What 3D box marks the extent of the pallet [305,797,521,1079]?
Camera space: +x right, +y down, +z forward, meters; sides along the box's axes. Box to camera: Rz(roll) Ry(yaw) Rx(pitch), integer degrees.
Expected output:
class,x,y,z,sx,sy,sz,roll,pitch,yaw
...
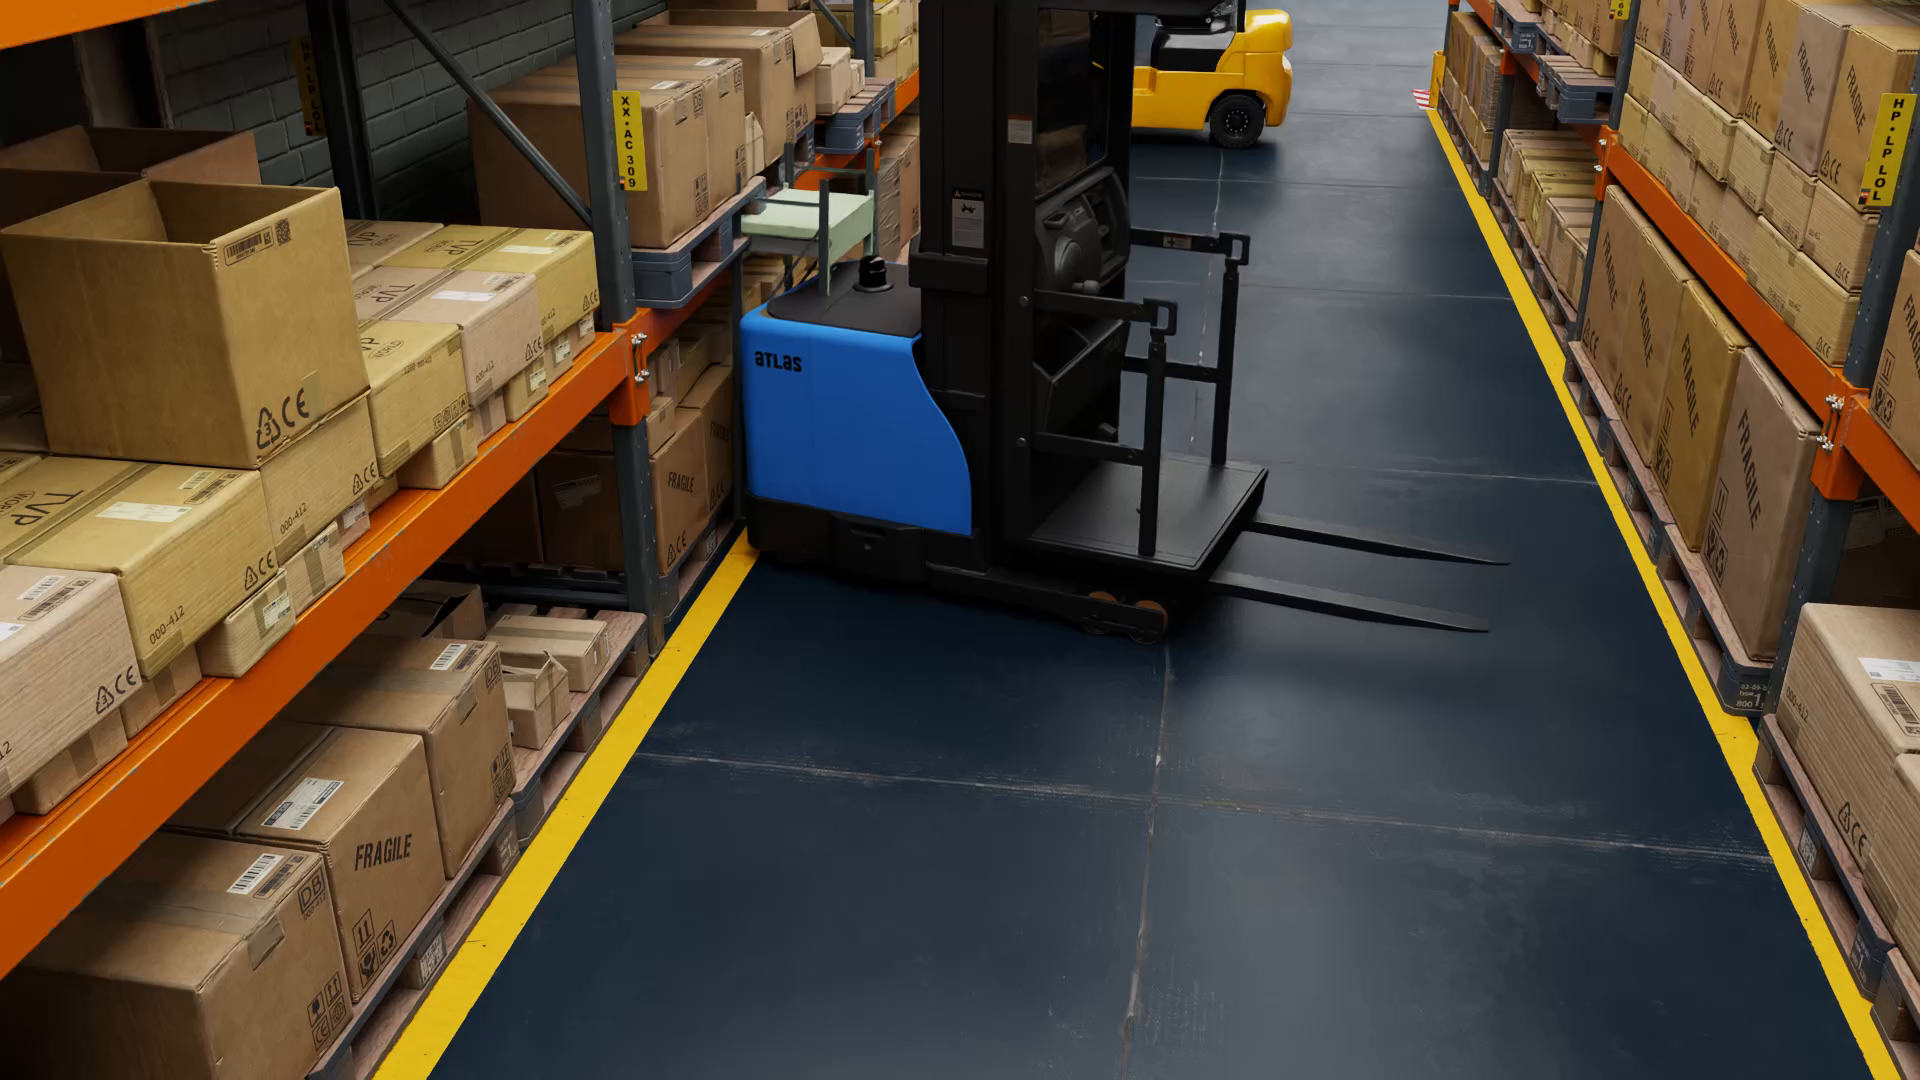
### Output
class,x,y,z,sx,sy,sz,roll,pitch,yaw
pallet,-1.945,1.097,4.657,1.003,0.211,1.213,4,25,9

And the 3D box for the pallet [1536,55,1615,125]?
class,x,y,z,sx,sy,sz,roll,pitch,yaw
pallet,3.928,-2.514,9.308,1.213,0.211,1.003,4,25,9

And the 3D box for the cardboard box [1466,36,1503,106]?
class,x,y,z,sx,sy,sz,roll,pitch,yaw
cardboard box,4.566,-3.945,14.003,0.500,0.500,0.500,5,26,11

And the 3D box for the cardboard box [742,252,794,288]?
class,x,y,z,sx,sy,sz,roll,pitch,yaw
cardboard box,-1.040,-1.330,8.242,0.380,0.149,0.250,4,25,8

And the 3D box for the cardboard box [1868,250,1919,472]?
class,x,y,z,sx,sy,sz,roll,pitch,yaw
cardboard box,2.928,-0.489,4.639,0.500,0.500,0.500,5,26,10

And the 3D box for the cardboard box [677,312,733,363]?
class,x,y,z,sx,sy,sz,roll,pitch,yaw
cardboard box,-1.205,-0.895,7.312,0.380,0.149,0.250,4,25,8

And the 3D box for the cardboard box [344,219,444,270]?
class,x,y,z,sx,sy,sz,roll,pitch,yaw
cardboard box,-1.982,-0.843,5.339,0.500,0.250,0.500,4,25,8

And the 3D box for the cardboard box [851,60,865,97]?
class,x,y,z,sx,sy,sz,roll,pitch,yaw
cardboard box,-0.710,-2.413,8.667,0.380,0.149,0.250,4,25,9

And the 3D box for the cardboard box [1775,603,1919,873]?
class,x,y,z,sx,sy,sz,roll,pitch,yaw
cardboard box,3.054,0.603,4.950,0.875,0.438,0.875,4,25,8

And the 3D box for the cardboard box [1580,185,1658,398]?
class,x,y,z,sx,sy,sz,roll,pitch,yaw
cardboard box,3.722,-1.240,8.372,0.875,0.875,0.875,4,25,8

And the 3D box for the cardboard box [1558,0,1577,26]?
class,x,y,z,sx,sy,sz,roll,pitch,yaw
cardboard box,3.872,-3.303,9.804,0.500,0.500,0.500,2,25,5

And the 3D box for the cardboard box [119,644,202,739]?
class,x,y,z,sx,sy,sz,roll,pitch,yaw
cardboard box,-1.820,0.269,3.434,0.380,0.149,0.250,4,25,9

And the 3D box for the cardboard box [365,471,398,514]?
class,x,y,z,sx,sy,sz,roll,pitch,yaw
cardboard box,-1.713,-0.162,4.355,0.380,0.149,0.250,4,25,9

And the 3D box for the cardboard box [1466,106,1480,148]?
class,x,y,z,sx,sy,sz,roll,pitch,yaw
cardboard box,4.479,-3.402,13.728,0.500,0.250,0.500,3,25,7

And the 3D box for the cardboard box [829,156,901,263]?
class,x,y,z,sx,sy,sz,roll,pitch,yaw
cardboard box,-0.865,-2.012,10.316,0.875,0.625,0.625,5,26,10

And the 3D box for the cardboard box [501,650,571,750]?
class,x,y,z,sx,sy,sz,roll,pitch,yaw
cardboard box,-1.494,0.486,5.403,0.396,0.266,0.258,5,26,10

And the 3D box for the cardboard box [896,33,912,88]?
class,x,y,z,sx,sy,sz,roll,pitch,yaw
cardboard box,-0.580,-2.948,10.187,0.500,0.250,0.500,3,25,7

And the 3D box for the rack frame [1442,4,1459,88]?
class,x,y,z,sx,sy,sz,roll,pitch,yaw
rack frame,5.224,-5.641,15.763,1.000,3.000,0.127,4,25,9

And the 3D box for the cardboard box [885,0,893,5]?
class,x,y,z,sx,sy,sz,roll,pitch,yaw
cardboard box,-0.596,-3.201,9.668,0.380,0.149,0.250,5,25,10

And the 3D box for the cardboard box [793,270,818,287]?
class,x,y,z,sx,sy,sz,roll,pitch,yaw
cardboard box,-1.013,-1.076,8.464,0.500,0.500,0.500,5,26,11

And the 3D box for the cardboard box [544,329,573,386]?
class,x,y,z,sx,sy,sz,roll,pitch,yaw
cardboard box,-1.459,-0.590,5.268,0.380,0.149,0.250,5,25,10

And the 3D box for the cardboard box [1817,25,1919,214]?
class,x,y,z,sx,sy,sz,roll,pitch,yaw
cardboard box,3.088,-1.325,5.244,0.500,0.500,0.500,5,26,10

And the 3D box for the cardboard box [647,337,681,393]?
class,x,y,z,sx,sy,sz,roll,pitch,yaw
cardboard box,-1.318,-0.695,6.533,0.380,0.149,0.250,3,25,6

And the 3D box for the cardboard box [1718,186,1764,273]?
class,x,y,z,sx,sy,sz,roll,pitch,yaw
cardboard box,3.273,-1.182,6.414,0.500,0.250,0.500,3,25,7

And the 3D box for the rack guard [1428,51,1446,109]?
class,x,y,z,sx,sy,sz,roll,pitch,yaw
rack guard,5.212,-4.477,16.225,1.175,0.500,0.348,4,25,9

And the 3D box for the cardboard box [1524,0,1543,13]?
class,x,y,z,sx,sy,sz,roll,pitch,yaw
cardboard box,4.119,-3.731,11.485,0.380,0.149,0.250,5,25,10

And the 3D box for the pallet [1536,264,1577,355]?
class,x,y,z,sx,sy,sz,roll,pitch,yaw
pallet,4.046,-1.359,9.904,1.003,0.211,1.213,4,25,9

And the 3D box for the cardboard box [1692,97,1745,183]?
class,x,y,z,sx,sy,sz,roll,pitch,yaw
cardboard box,3.315,-1.624,6.768,0.500,0.250,0.500,4,25,9

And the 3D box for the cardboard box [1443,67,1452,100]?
class,x,y,z,sx,sy,sz,roll,pitch,yaw
cardboard box,4.819,-4.268,15.577,0.500,0.250,0.500,4,25,8

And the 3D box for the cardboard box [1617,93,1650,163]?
class,x,y,z,sx,sy,sz,roll,pitch,yaw
cardboard box,3.588,-2.040,8.247,0.500,0.250,0.500,4,25,8

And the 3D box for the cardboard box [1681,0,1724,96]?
class,x,y,z,sx,sy,sz,roll,pitch,yaw
cardboard box,3.423,-2.181,7.073,0.500,0.500,0.500,5,25,10

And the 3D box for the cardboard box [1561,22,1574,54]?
class,x,y,z,sx,sy,sz,roll,pitch,yaw
cardboard box,3.788,-2.971,9.861,0.380,0.149,0.250,4,25,9

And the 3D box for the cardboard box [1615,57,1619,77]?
class,x,y,z,sx,sy,sz,roll,pitch,yaw
cardboard box,3.738,-2.525,8.907,0.380,0.149,0.250,5,26,10

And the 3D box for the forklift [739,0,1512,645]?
class,x,y,z,sx,sy,sz,roll,pitch,yaw
forklift,0.661,-1.183,6.319,3.031,2.935,1.130,11,27,21

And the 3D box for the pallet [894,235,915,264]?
class,x,y,z,sx,sy,sz,roll,pitch,yaw
pallet,-0.808,-1.716,10.667,1.003,0.211,1.213,4,25,9

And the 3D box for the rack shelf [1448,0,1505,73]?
class,x,y,z,sx,sy,sz,roll,pitch,yaw
rack shelf,4.897,-4.479,14.129,1.077,0.370,4.000,4,25,9

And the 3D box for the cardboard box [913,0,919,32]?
class,x,y,z,sx,sy,sz,roll,pitch,yaw
cardboard box,-0.481,-3.392,10.545,0.500,0.250,0.500,3,25,7

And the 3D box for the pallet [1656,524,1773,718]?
class,x,y,z,sx,sy,sz,roll,pitch,yaw
pallet,3.315,0.313,6.333,1.003,0.211,1.213,4,25,9

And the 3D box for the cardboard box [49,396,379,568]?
class,x,y,z,sx,sy,sz,roll,pitch,yaw
cardboard box,-1.724,-0.168,3.897,0.500,0.250,0.500,3,25,7

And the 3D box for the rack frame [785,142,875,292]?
class,x,y,z,sx,sy,sz,roll,pitch,yaw
rack frame,-0.602,-1.036,7.567,0.400,1.500,0.023,7,24,10

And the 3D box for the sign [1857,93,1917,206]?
class,x,y,z,sx,sy,sz,roll,pitch,yaw
sign,2.726,-1.144,4.884,0.100,0.325,0.005,4,25,9

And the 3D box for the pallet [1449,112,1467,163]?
class,x,y,z,sx,sy,sz,roll,pitch,yaw
pallet,4.842,-3.500,14.479,1.003,0.211,1.213,4,25,9

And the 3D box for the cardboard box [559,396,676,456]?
class,x,y,z,sx,sy,sz,roll,pitch,yaw
cardboard box,-1.313,-0.448,6.357,0.380,0.149,0.250,5,26,11

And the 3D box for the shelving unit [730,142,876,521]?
class,x,y,z,sx,sy,sz,roll,pitch,yaw
shelving unit,-0.676,-0.898,7.237,0.431,1.500,0.755,7,24,10

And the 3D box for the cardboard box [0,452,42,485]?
class,x,y,z,sx,sy,sz,roll,pitch,yaw
cardboard box,-2.304,0.008,3.520,0.500,0.250,0.500,5,26,10

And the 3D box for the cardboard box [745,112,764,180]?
class,x,y,z,sx,sy,sz,roll,pitch,yaw
cardboard box,-1.029,-1.648,6.896,0.396,0.266,0.258,5,26,11

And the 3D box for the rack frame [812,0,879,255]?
class,x,y,z,sx,sy,sz,roll,pitch,yaw
rack frame,-0.981,-2.638,9.347,1.000,3.000,0.127,4,25,9

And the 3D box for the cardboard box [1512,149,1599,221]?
class,x,y,z,sx,sy,sz,roll,pitch,yaw
cardboard box,4.373,-2.448,11.545,0.950,0.372,0.625,6,26,12
